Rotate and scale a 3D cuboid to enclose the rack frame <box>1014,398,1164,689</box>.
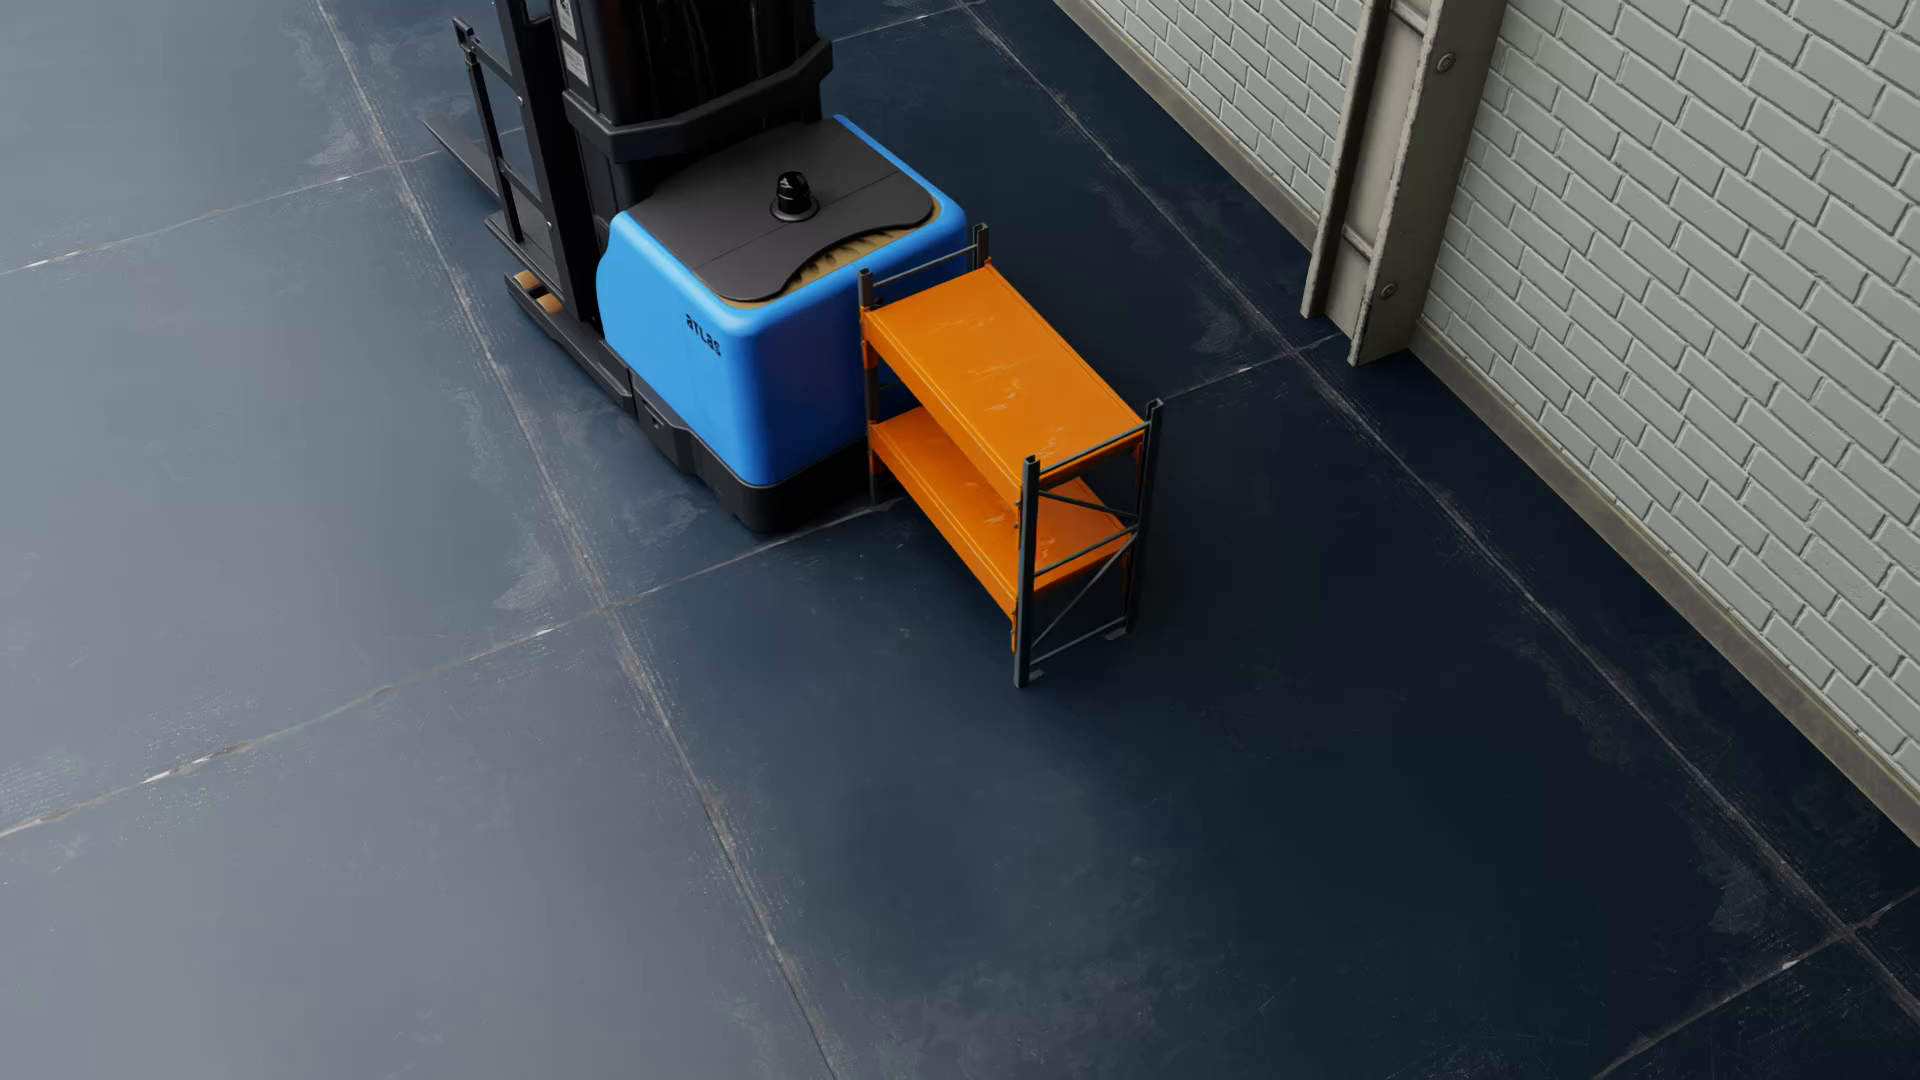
[{"bbox_3d":[0.408,0.040,5.468,0.500,1.125,0.032,-25,53,-20],"label":"rack frame"}]

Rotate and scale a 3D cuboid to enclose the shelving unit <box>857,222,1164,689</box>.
[{"bbox_3d":[0.143,-0.287,5.753,0.538,1.125,1.048,-25,53,-20],"label":"shelving unit"}]

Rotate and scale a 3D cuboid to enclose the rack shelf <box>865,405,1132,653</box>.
[{"bbox_3d":[0.143,-0.126,5.937,0.538,0.278,1.000,-25,53,-20],"label":"rack shelf"}]

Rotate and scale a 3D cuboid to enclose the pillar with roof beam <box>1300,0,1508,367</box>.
[{"bbox_3d":[-2.151,-2.378,2.352,9.100,9.000,0.400,-21,52,-18],"label":"pillar with roof beam"}]

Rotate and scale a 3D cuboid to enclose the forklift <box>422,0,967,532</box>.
[{"bbox_3d":[-1.275,-2.048,6.094,1.130,2.935,3.031,-31,56,-24],"label":"forklift"}]

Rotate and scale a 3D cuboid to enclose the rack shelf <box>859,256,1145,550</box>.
[{"bbox_3d":[0.143,-0.479,5.533,0.538,0.278,1.000,-25,53,-20],"label":"rack shelf"}]

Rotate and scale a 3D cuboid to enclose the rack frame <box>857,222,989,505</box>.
[{"bbox_3d":[-0.123,-0.613,6.039,0.500,1.125,0.032,-25,53,-20],"label":"rack frame"}]
